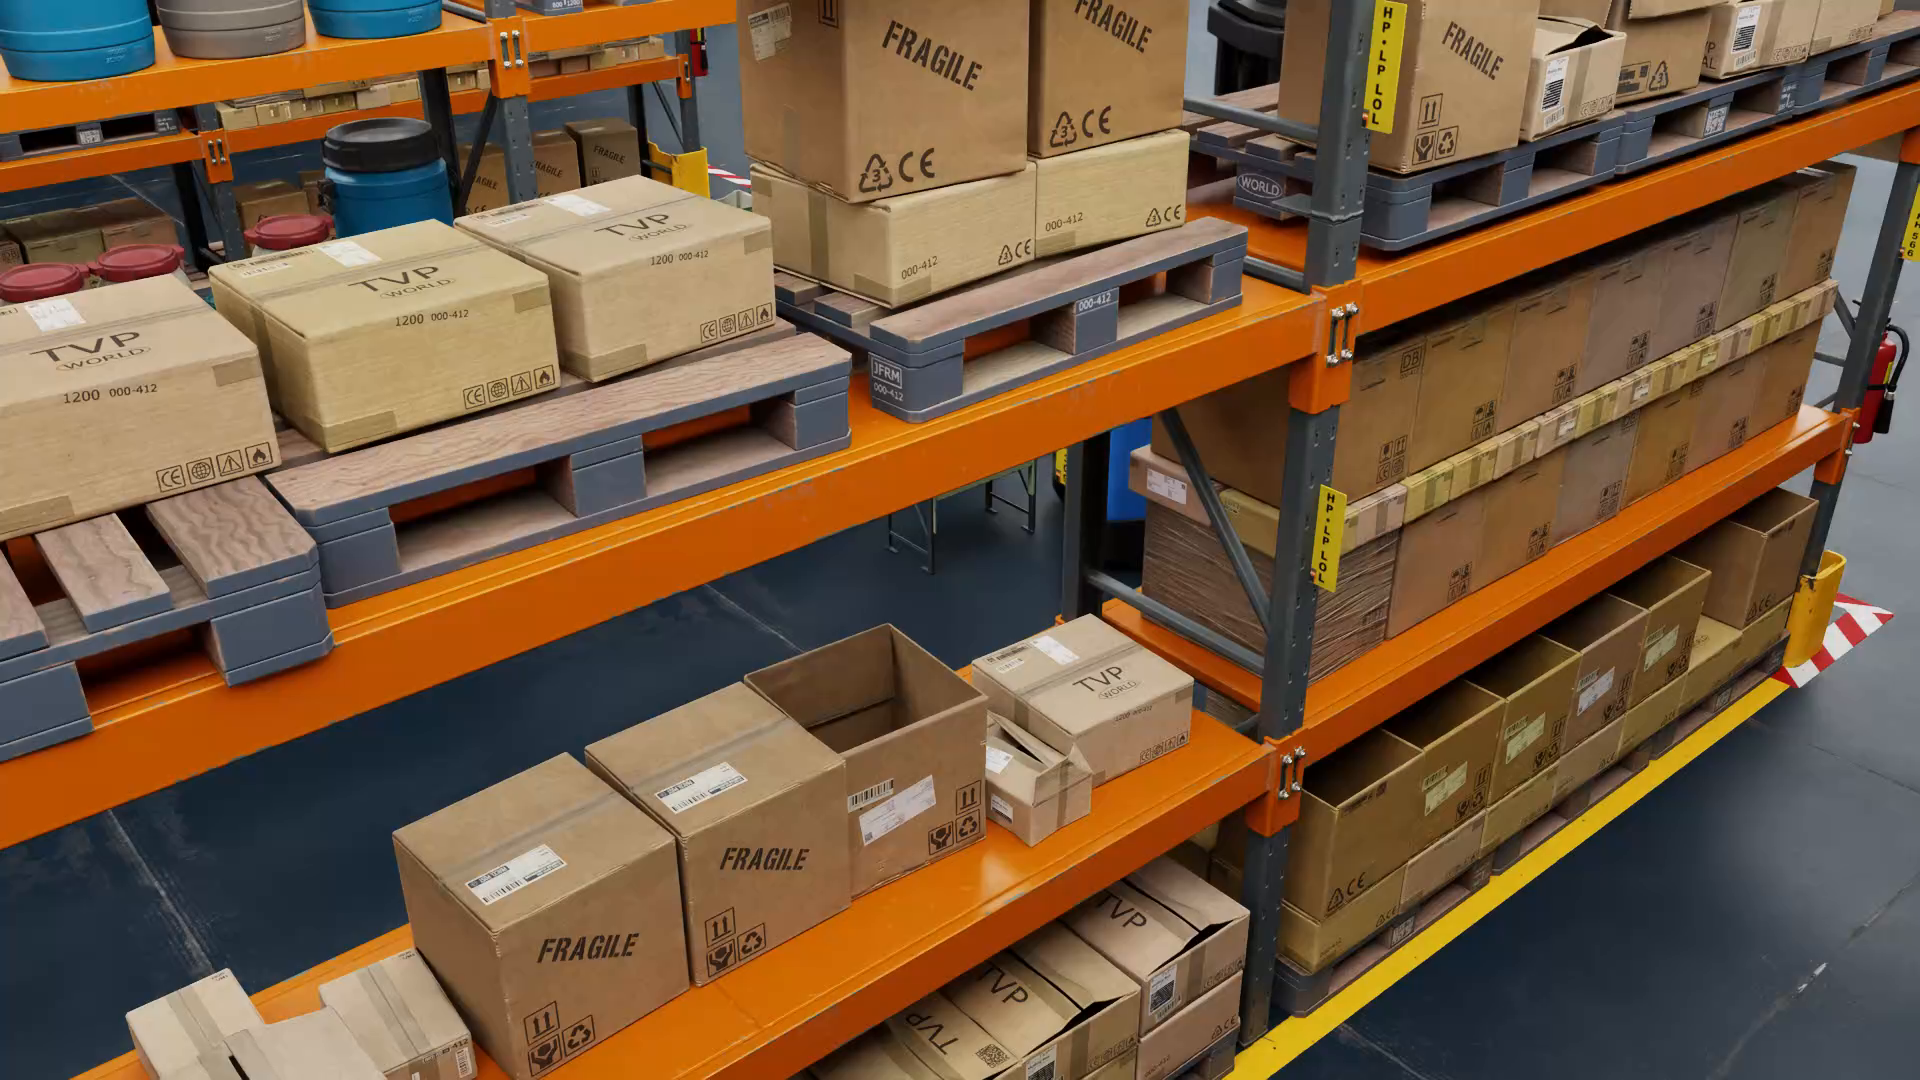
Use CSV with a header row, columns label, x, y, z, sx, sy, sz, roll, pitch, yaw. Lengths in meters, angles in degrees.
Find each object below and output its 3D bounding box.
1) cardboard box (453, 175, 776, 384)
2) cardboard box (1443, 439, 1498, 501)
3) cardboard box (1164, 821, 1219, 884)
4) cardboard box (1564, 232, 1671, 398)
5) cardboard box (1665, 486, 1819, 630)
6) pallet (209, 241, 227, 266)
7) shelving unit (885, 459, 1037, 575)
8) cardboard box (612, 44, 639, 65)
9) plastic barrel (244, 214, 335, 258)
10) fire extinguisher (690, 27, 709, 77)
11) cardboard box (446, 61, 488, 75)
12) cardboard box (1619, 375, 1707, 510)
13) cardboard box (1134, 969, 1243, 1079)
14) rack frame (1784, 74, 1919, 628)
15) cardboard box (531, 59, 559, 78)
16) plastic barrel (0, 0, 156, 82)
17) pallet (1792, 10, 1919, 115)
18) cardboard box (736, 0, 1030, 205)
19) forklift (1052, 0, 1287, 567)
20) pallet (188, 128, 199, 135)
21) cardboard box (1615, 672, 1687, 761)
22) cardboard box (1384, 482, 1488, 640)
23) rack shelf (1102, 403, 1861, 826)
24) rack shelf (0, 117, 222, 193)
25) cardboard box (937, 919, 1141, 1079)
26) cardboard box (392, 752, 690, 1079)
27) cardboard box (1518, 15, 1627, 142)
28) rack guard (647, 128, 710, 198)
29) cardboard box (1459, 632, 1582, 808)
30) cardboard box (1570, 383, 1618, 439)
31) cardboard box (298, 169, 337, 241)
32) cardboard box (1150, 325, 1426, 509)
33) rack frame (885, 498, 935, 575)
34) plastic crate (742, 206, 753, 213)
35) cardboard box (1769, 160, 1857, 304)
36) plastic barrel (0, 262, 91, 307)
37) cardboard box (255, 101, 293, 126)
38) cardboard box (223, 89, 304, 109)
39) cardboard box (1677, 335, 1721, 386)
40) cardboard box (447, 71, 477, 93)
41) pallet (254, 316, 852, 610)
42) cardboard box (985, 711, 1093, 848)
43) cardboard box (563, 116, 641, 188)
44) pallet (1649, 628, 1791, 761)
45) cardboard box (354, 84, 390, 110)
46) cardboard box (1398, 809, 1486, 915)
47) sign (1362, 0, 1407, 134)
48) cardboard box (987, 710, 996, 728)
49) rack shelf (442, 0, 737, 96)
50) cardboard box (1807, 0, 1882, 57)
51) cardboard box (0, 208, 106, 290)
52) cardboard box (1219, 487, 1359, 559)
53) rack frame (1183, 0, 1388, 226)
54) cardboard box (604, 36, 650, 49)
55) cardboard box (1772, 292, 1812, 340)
label,x,y,z,sx,sy,sz,roll,pitch,yaw
cardboard box,-0.766,-0.598,3.718,0.500,0.250,0.500,25,37,38
cardboard box,1.643,-0.299,5.833,0.250,0.149,0.380,-22,35,-35
cardboard box,0.939,1.088,6.503,0.500,0.250,0.500,-22,35,-35
cardboard box,2.207,-0.934,6.333,0.500,0.500,0.700,-22,35,-35
cardboard box,3.557,0.025,7.697,0.500,0.500,0.500,-22,35,-35
pallet,-5.210,-2.261,13.256,1.213,0.211,1.003,-22,35,-35
shelving unit,0.005,-0.664,8.900,0.755,1.500,0.431,-22,35,-35
cardboard box,-2.929,-4.148,14.095,0.250,0.149,0.380,-22,35,-35
plastic barrel,-3.354,-1.342,8.435,0.433,0.535,0.433,0,28,0
fire extinguisher,-2.269,-4.332,14.255,0.183,0.674,0.296,-22,35,-35
cardboard box,-4.190,-4.031,13.188,0.500,0.500,0.875,-22,35,-35
cardboard box,2.630,-0.536,6.965,0.500,0.500,0.700,-22,35,-35
cardboard box,0.601,1.539,5.659,0.500,0.250,0.500,-22,35,-35
rack frame,3.771,-0.943,7.832,0.127,3.000,1.000,-22,35,-35
cardboard box,-3.503,-3.920,13.670,0.250,0.149,0.380,-22,35,-35
plastic barrel,-3.725,-2.407,6.857,0.708,0.901,0.600,-22,35,-35
pallet,3.217,-2.020,6.758,1.213,0.211,1.003,-22,35,-35
cardboard box,-0.185,-1.135,3.927,0.500,0.500,0.500,-18,33,-30
forklift,2.108,-1.485,8.920,3.031,2.935,1.130,-5,29,-10
pallet,-8.211,-4.056,16.617,1.213,0.211,1.003,-22,35,-35
cardboard box,2.803,0.666,7.294,0.500,0.250,0.500,-22,35,-35
cardboard box,1.459,-0.065,6.083,0.500,0.500,0.700,-22,35,-35
rack shelf,2.250,-0.014,6.856,4.000,0.370,1.077,-22,35,-35
rack shelf,-7.220,-2.343,11.215,4.000,0.370,1.077,-22,35,-35
cardboard box,0.215,1.449,5.233,0.500,0.311,0.500,-21,34,-34
cardboard box,-1.049,0.941,4.200,0.500,0.500,0.500,-24,36,-37
cardboard box,1.694,-1.474,5.145,0.500,0.311,0.500,-24,36,-37
rack guard,-2.713,-3.370,15.026,0.348,0.500,1.175,-22,35,-35
cardboard box,2.045,0.642,6.542,0.500,0.500,0.500,-22,35,-35
cardboard box,2.235,-0.537,6.279,0.250,0.149,0.380,-22,35,-35
cardboard box,-4.937,-2.641,13.216,0.500,0.500,0.500,-11,30,-19
cardboard box,1.062,-0.473,5.471,0.500,0.500,0.700,-22,35,-35
rack frame,-0.273,-0.552,8.691,0.023,1.500,0.400,-22,35,-35
plastic crate,-1.268,-1.717,9.505,0.662,0.188,0.450,-22,35,-35
cardboard box,3.368,-1.405,7.213,0.500,0.500,0.700,-22,35,-35
plastic barrel,-4.241,-0.985,7.767,0.433,0.535,0.433,0,28,0
cardboard box,-5.141,-3.191,12.306,0.250,0.149,0.380,-22,35,-35
cardboard box,-5.316,-3.563,12.313,0.500,0.500,0.875,-22,35,-35
cardboard box,2.819,-0.772,6.718,0.250,0.149,0.380,-21,34,-33
cardboard box,-4.046,-3.676,13.212,0.250,0.149,0.380,-22,35,-35
pallet,-1.007,-0.318,3.680,1.213,0.211,1.003,-20,34,-33
cardboard box,0.179,0.675,4.947,0.258,0.266,0.396,-23,36,-36
cardboard box,-3.141,-3.394,14.624,0.500,0.500,0.500,-15,32,-26
pallet,3.217,0.536,8.023,1.213,0.211,1.003,-22,35,-35
cardboard box,-4.568,-3.419,12.732,0.250,0.149,0.380,-22,35,-35
cardboard box,1.662,1.124,6.436,0.500,0.250,0.500,-22,35,-35
sign,1.088,-1.217,4.280,0.005,0.325,0.100,-22,35,-35
cardboard box,-0.078,0.589,5.231,0.250,0.149,0.380,-22,35,-35
rack shelf,-0.962,-3.114,9.475,4.000,0.370,1.077,-22,35,-35
cardboard box,3.067,-2.000,6.192,0.500,0.250,0.500,-22,35,-35
cardboard box,-6.554,-2.045,12.079,0.500,0.500,0.700,-22,35,-35
cardboard box,1.059,-0.062,5.389,0.250,0.149,0.380,-22,35,-35
rack frame,0.728,-2.365,4.128,0.127,3.000,1.000,-22,35,-35
cardboard box,-3.092,-4.513,14.090,0.500,0.500,0.875,-22,35,-35
cardboard box,3.406,-1.007,7.158,0.250,0.149,0.380,-21,35,-34
